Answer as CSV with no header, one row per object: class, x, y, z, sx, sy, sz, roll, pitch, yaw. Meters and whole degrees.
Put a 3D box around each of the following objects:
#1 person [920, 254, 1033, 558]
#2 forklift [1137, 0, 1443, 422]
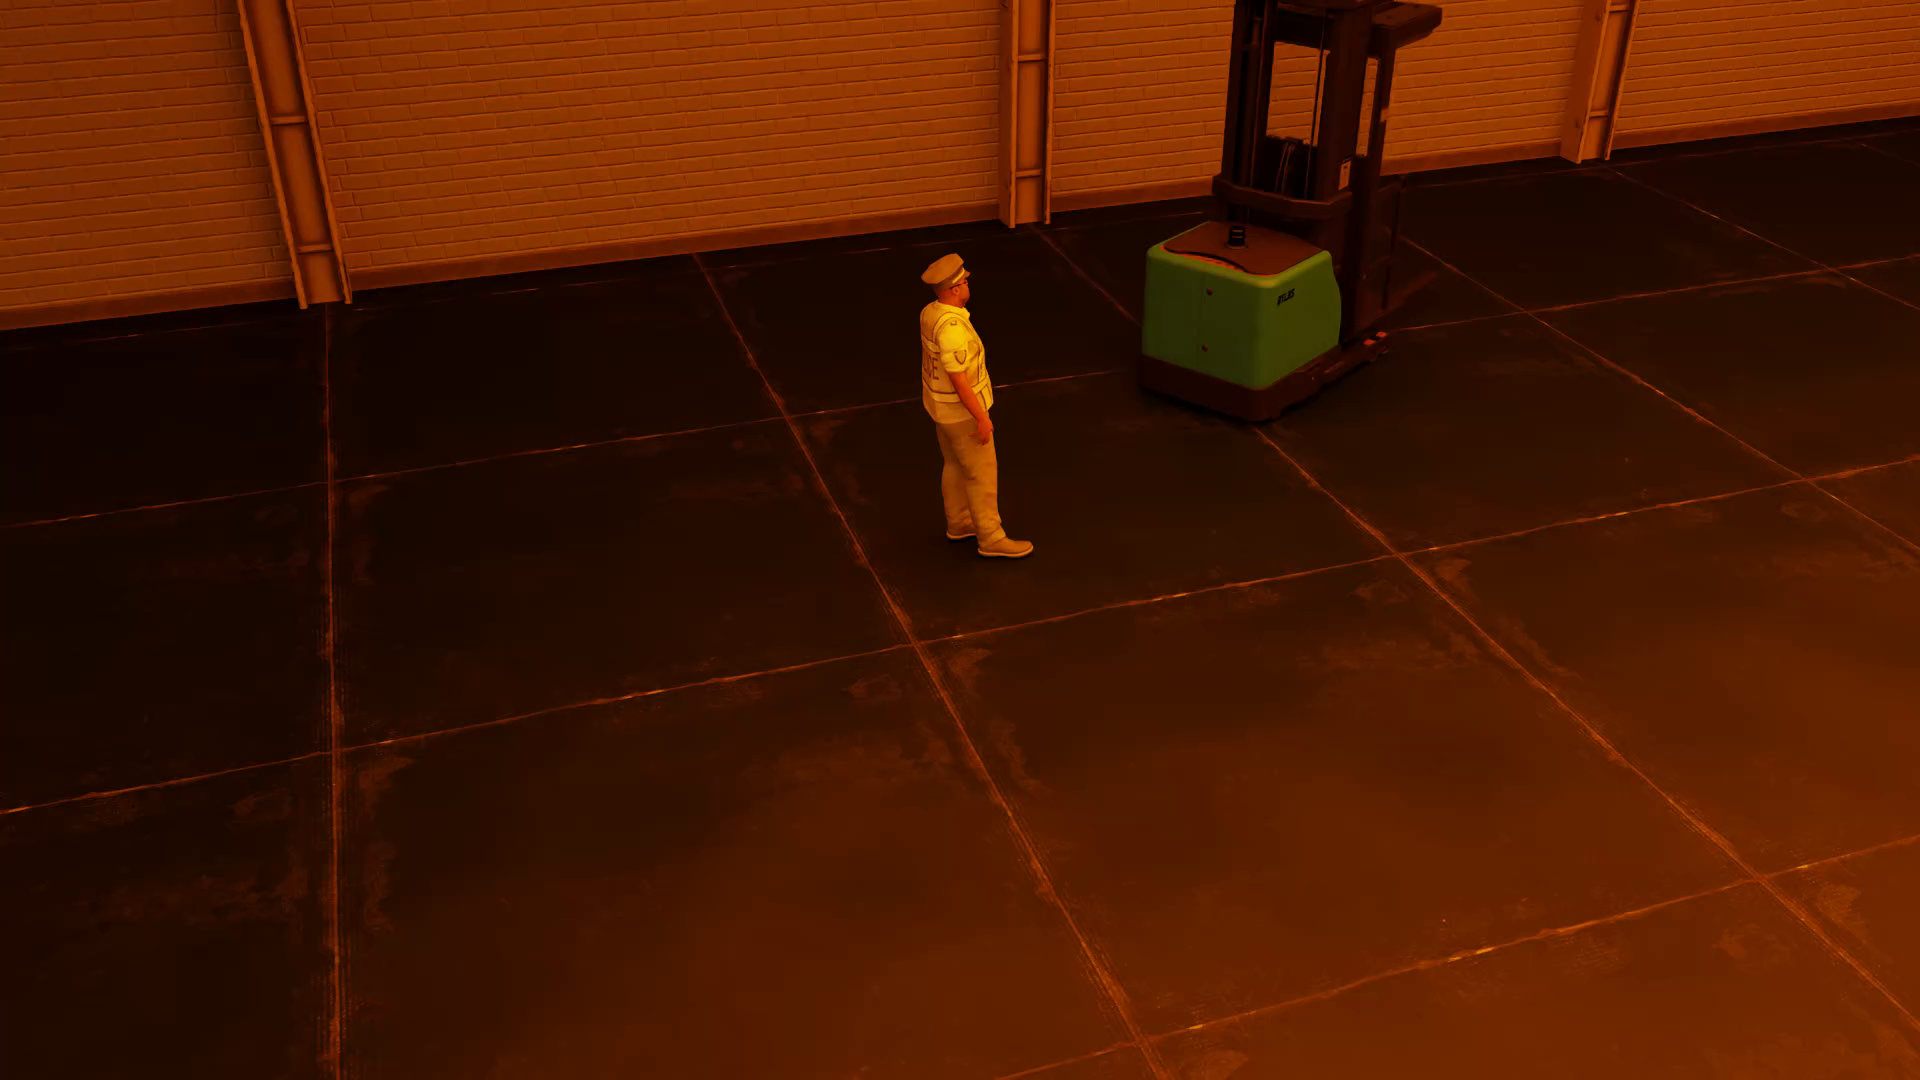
person,0.078,-0.786,9.590,0.574,1.781,0.641,-10,31,-16
forklift,2.594,-2.733,11.837,1.130,2.935,3.031,23,37,34
